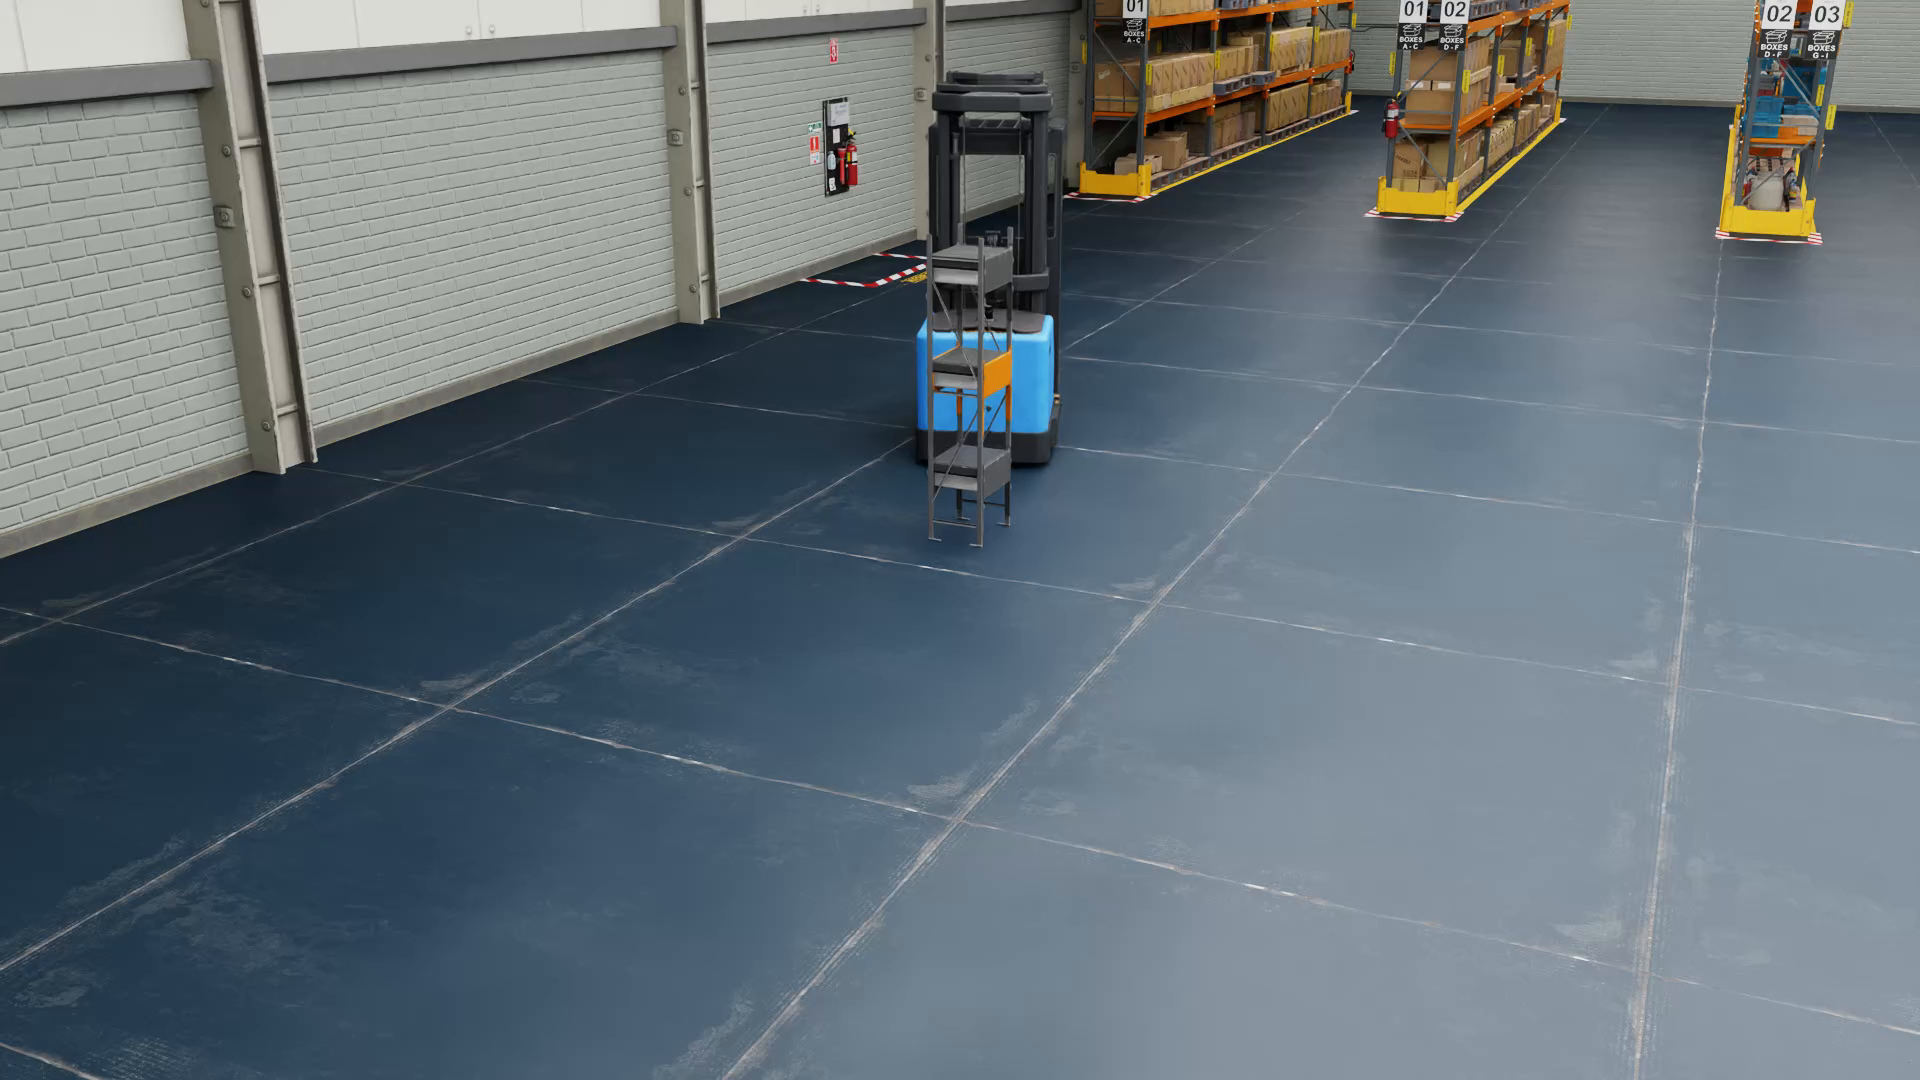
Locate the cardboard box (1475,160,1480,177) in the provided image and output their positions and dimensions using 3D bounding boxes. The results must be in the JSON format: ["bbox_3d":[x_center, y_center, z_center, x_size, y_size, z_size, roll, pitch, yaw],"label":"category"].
[{"bbox_3d":[8.499,-6.297,28.174,0.500,0.250,0.500,9,21,23],"label":"cardboard box"}]

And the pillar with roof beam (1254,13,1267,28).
[{"bbox_3d":[10.883,-13.410,35.747,9.100,9.000,0.400,9,21,23],"label":"pillar with roof beam"}]

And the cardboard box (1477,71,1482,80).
[{"bbox_3d":[8.369,-7.647,27.377,0.380,0.149,0.250,8,21,22],"label":"cardboard box"}]

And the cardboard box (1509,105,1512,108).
[{"bbox_3d":[11.350,-8.914,35.130,0.500,0.500,0.500,9,21,23],"label":"cardboard box"}]

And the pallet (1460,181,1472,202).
[{"bbox_3d":[7.841,-5.792,27.440,1.003,0.211,1.213,9,21,23],"label":"pallet"}]

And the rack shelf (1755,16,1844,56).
[{"bbox_3d":[12.402,-7.500,24.678,1.077,0.370,4.000,9,21,23],"label":"rack shelf"}]

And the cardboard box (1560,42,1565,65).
[{"bbox_3d":[13.682,-11.259,38.501,0.500,0.500,0.500,9,22,24],"label":"cardboard box"}]

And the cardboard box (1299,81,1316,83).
[{"bbox_3d":[8.252,-10.840,39.610,0.380,0.149,0.250,9,21,23],"label":"cardboard box"}]

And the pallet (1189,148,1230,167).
[{"bbox_3d":[4.500,-7.321,31.738,1.003,0.211,1.213,9,21,23],"label":"pallet"}]

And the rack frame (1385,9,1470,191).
[{"bbox_3d":[7.065,-6.495,25.255,1.000,3.000,0.127,9,21,23],"label":"rack frame"}]

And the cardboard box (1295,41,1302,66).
[{"bbox_3d":[7.086,-10.553,36.043,0.500,0.500,0.500,9,21,23],"label":"cardboard box"}]

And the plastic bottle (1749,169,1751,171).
[{"bbox_3d":[12.680,-5.810,26.726,0.061,0.283,0.133,9,21,23],"label":"plastic bottle"}]

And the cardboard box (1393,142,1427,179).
[{"bbox_3d":[7.013,-5.955,26.095,0.500,0.500,0.500,9,21,23],"label":"cardboard box"}]

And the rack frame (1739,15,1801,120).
[{"bbox_3d":[18.135,-10.705,37.094,1.000,3.000,0.127,9,21,23],"label":"rack frame"}]

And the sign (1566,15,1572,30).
[{"bbox_3d":[14.115,-11.998,38.530,0.100,0.325,0.005,9,21,23],"label":"sign"}]

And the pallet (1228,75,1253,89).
[{"bbox_3d":[5.047,-8.918,32.354,1.003,0.211,1.213,9,21,23],"label":"pallet"}]

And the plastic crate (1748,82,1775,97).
[{"bbox_3d":[13.140,-7.257,27.302,0.402,0.464,0.583,9,21,23],"label":"plastic crate"}]

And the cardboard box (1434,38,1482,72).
[{"bbox_3d":[8.116,-7.932,27.210,0.700,0.500,0.500,9,21,23],"label":"cardboard box"}]

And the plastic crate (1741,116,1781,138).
[{"bbox_3d":[11.515,-5.938,23.911,0.499,0.251,0.616,9,21,23],"label":"plastic crate"}]

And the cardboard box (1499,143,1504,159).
[{"bbox_3d":[9.724,-7.179,30.657,0.500,0.250,0.500,9,21,24],"label":"cardboard box"}]

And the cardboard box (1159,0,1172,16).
[{"bbox_3d":[3.162,-8.870,27.279,0.500,0.500,0.500,10,22,26],"label":"cardboard box"}]

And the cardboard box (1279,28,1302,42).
[{"bbox_3d":[7.073,-10.903,35.908,0.500,0.250,0.500,9,21,24],"label":"cardboard box"}]

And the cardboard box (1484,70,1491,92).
[{"bbox_3d":[9.248,-8.158,29.783,0.500,0.500,0.500,10,22,27],"label":"cardboard box"}]

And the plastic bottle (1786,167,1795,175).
[{"bbox_3d":[13.220,-5.760,26.484,0.144,0.351,0.185,8,21,21],"label":"plastic bottle"}]

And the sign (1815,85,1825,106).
[{"bbox_3d":[13.718,-7.088,26.511,0.100,0.325,0.005,9,21,23],"label":"sign"}]

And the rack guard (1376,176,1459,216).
[{"bbox_3d":[7.055,-5.310,25.653,1.175,0.500,0.348,9,21,23],"label":"rack guard"}]

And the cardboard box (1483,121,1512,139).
[{"bbox_3d":[10.144,-7.753,31.433,0.500,0.311,0.500,8,21,22],"label":"cardboard box"}]

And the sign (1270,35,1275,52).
[{"bbox_3d":[6.319,-10.056,33.657,0.100,0.325,0.005,9,21,23],"label":"sign"}]

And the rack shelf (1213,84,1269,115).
[{"bbox_3d":[5.001,-8.669,32.441,1.077,0.370,4.000,9,21,23],"label":"rack shelf"}]

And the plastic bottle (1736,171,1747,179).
[{"bbox_3d":[12.511,-5.806,26.615,0.144,0.351,0.185,9,22,24],"label":"plastic bottle"}]

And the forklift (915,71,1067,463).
[{"bbox_3d":[0.314,-2.430,13.928,1.130,2.935,3.031,2,20,5],"label":"forklift"}]

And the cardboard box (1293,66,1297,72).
[{"bbox_3d":[7.134,-10.283,36.251,0.380,0.149,0.250,9,21,23],"label":"cardboard box"}]

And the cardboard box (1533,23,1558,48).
[{"bbox_3d":[12.851,-11.102,36.567,0.500,0.500,0.500,8,21,21],"label":"cardboard box"}]

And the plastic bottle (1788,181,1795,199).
[{"bbox_3d":[12.750,-5.352,25.457,0.097,0.271,0.097,0,20,0],"label":"plastic bottle"}]

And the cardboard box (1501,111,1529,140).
[{"bbox_3d":[11.207,-8.383,33.639,0.500,0.500,0.500,8,21,22],"label":"cardboard box"}]

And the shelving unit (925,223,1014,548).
[{"bbox_3d":[0.068,-1.040,11.259,0.431,2.100,0.503,9,21,23],"label":"shelving unit"}]

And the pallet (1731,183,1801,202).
[{"bbox_3d":[12.908,-5.523,26.685,1.003,0.211,1.213,9,21,23],"label":"pallet"}]

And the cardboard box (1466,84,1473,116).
[{"bbox_3d":[7.899,-7.156,26.966,0.700,0.500,0.500,9,22,24],"label":"cardboard box"}]

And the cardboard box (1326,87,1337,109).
[{"bbox_3d":[8.696,-10.704,40.194,0.700,0.500,0.500,8,21,23],"label":"cardboard box"}]

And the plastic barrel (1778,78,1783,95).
[{"bbox_3d":[14.460,-7.840,28.870,0.421,0.512,0.421,0,20,0],"label":"plastic barrel"}]

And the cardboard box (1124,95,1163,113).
[{"bbox_3d":[3.034,-7.218,27.482,0.500,0.250,0.500,8,21,21],"label":"cardboard box"}]

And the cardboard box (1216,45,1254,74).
[{"bbox_3d":[5.433,-9.554,33.050,0.700,0.500,0.500,6,21,18],"label":"cardboard box"}]

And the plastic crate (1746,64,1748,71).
[{"bbox_3d":[17.248,-10.285,36.216,0.250,0.136,0.298,9,21,23],"label":"plastic crate"}]

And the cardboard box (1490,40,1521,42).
[{"bbox_3d":[11.581,-10.294,35.162,0.700,0.500,0.500,2,20,4],"label":"cardboard box"}]

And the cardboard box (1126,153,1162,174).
[{"bbox_3d":[3.143,-6.487,28.590,0.500,0.311,0.500,11,22,27],"label":"cardboard box"}]

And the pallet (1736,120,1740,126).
[{"bbox_3d":[17.761,-9.145,36.867,1.003,0.211,1.213,9,21,23],"label":"pallet"}]

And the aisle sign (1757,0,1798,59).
[{"bbox_3d":[11.282,-7.058,22.958,0.394,0.787,0.004,9,21,23],"label":"aisle sign"}]

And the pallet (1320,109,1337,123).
[{"bbox_3d":[8.339,-10.124,39.621,1.003,0.211,1.213,9,21,23],"label":"pallet"}]

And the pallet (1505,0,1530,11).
[{"bbox_3d":[9.690,-9.703,30.080,1.003,0.211,1.213,10,22,25],"label":"pallet"}]

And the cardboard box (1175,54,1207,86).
[{"bbox_3d":[4.072,-8.348,29.540,0.500,0.500,0.500,8,21,22],"label":"cardboard box"}]

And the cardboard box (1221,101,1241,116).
[{"bbox_3d":[5.282,-8.609,33.154,0.500,0.250,0.500,9,21,24],"label":"cardboard box"}]
